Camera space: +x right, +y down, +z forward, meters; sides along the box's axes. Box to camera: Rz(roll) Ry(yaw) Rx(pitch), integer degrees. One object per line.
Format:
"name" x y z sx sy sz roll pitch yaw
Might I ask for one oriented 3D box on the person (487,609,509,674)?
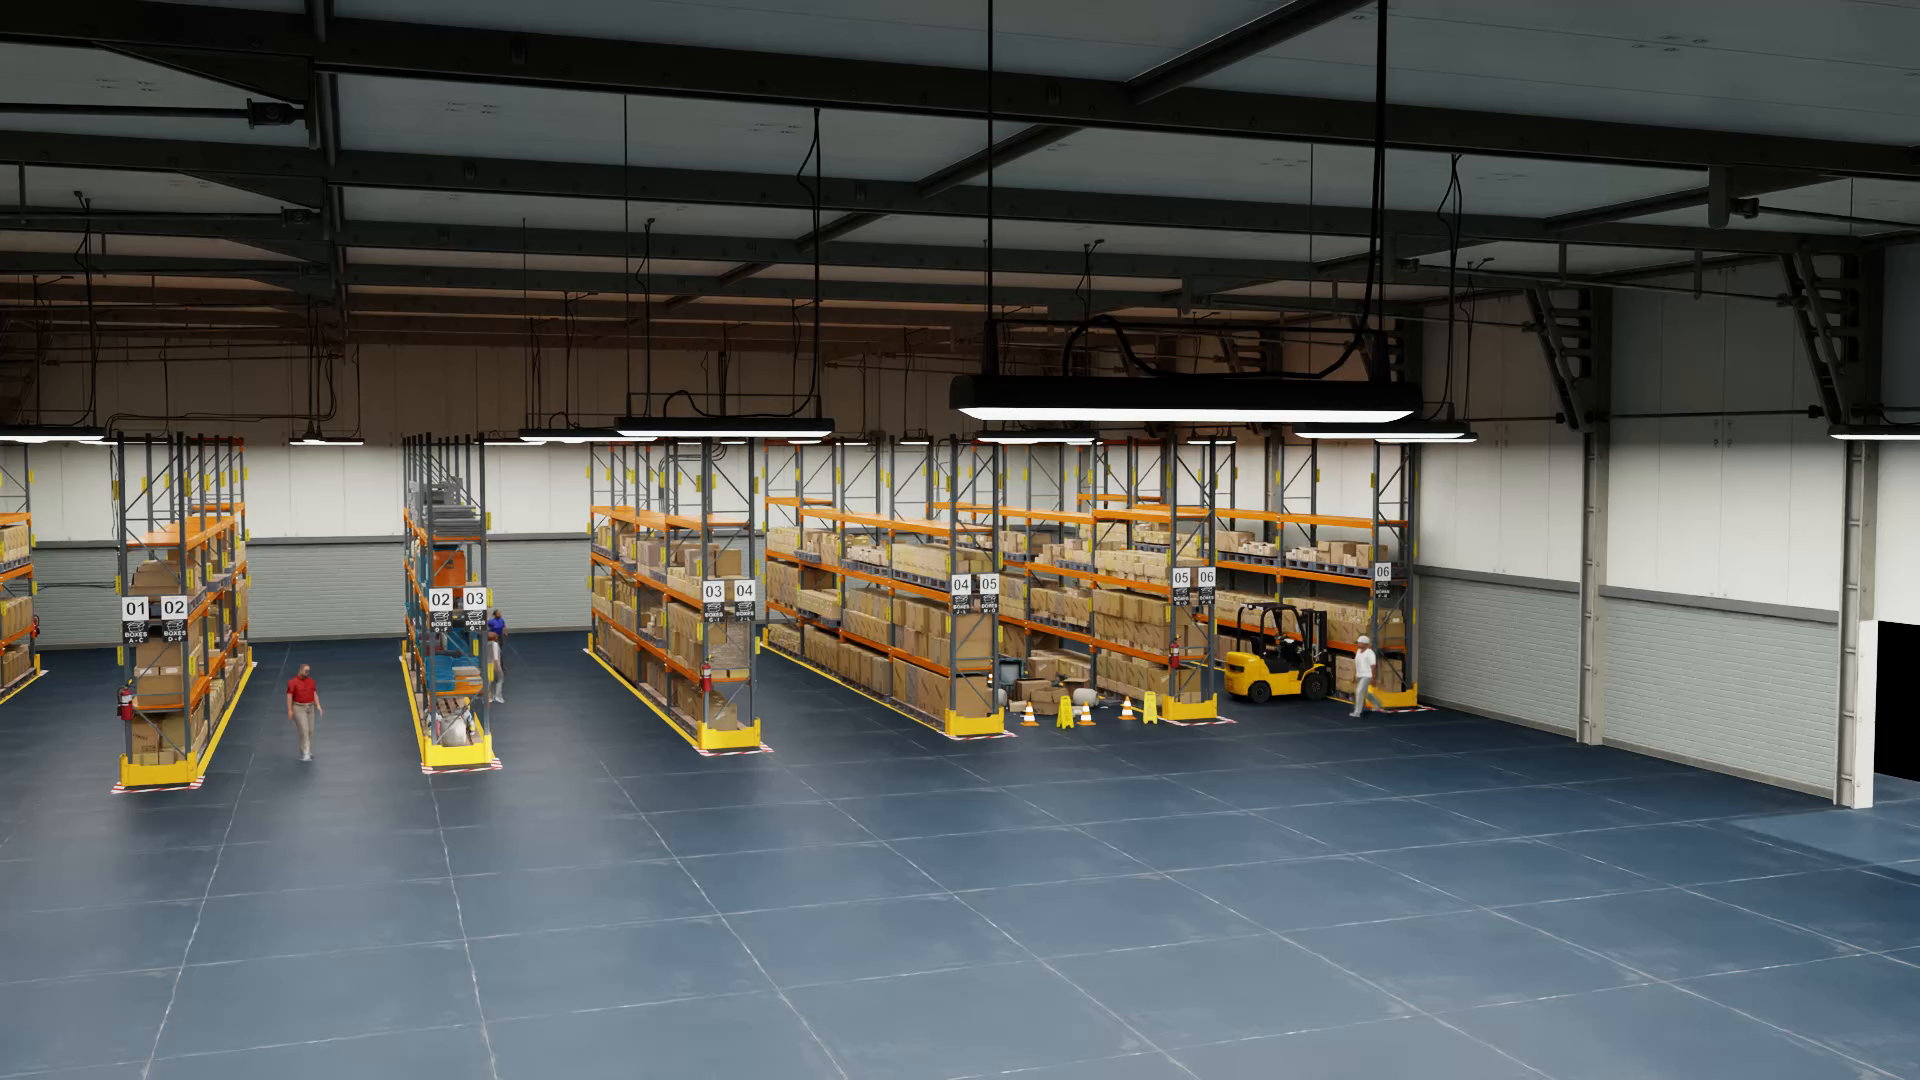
"person" -11.836 2.572 42.295 0.830 1.655 0.661 3 4 42

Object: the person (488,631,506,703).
"person" -10.538 2.875 37.360 0.488 1.622 0.500 2 4 33

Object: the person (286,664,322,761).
"person" -12.055 3.187 30.691 0.594 1.789 0.562 2 4 29

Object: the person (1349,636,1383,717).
"person" 8.631 2.889 35.367 0.995 1.724 0.620 -2 4 -26
